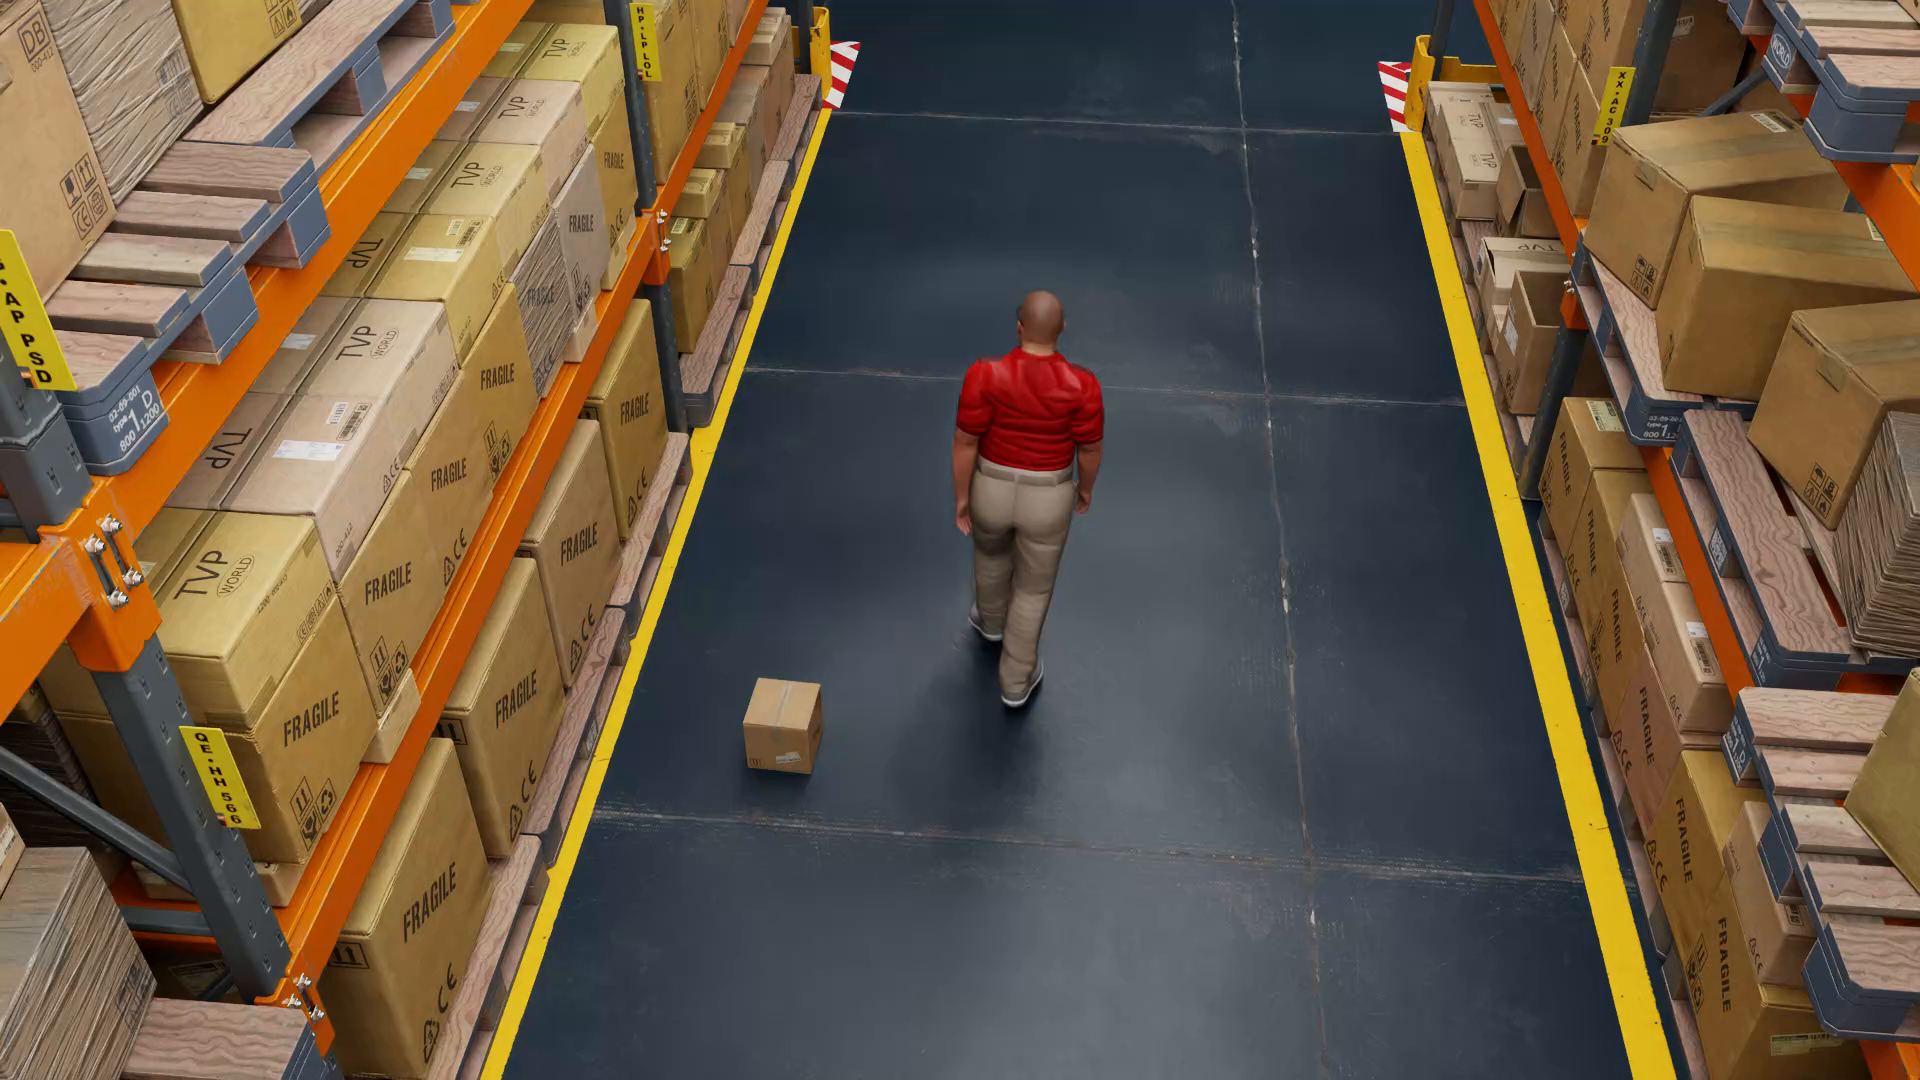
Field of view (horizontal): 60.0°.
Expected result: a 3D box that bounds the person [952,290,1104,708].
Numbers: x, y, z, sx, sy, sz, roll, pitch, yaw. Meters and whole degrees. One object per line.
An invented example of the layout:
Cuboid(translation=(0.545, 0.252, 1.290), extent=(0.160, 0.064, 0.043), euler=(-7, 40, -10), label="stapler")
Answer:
Cuboid(translation=(0.249, -0.145, 6.368), extent=(0.558, 1.770, 0.646), euler=(9, 41, 11), label="person")
